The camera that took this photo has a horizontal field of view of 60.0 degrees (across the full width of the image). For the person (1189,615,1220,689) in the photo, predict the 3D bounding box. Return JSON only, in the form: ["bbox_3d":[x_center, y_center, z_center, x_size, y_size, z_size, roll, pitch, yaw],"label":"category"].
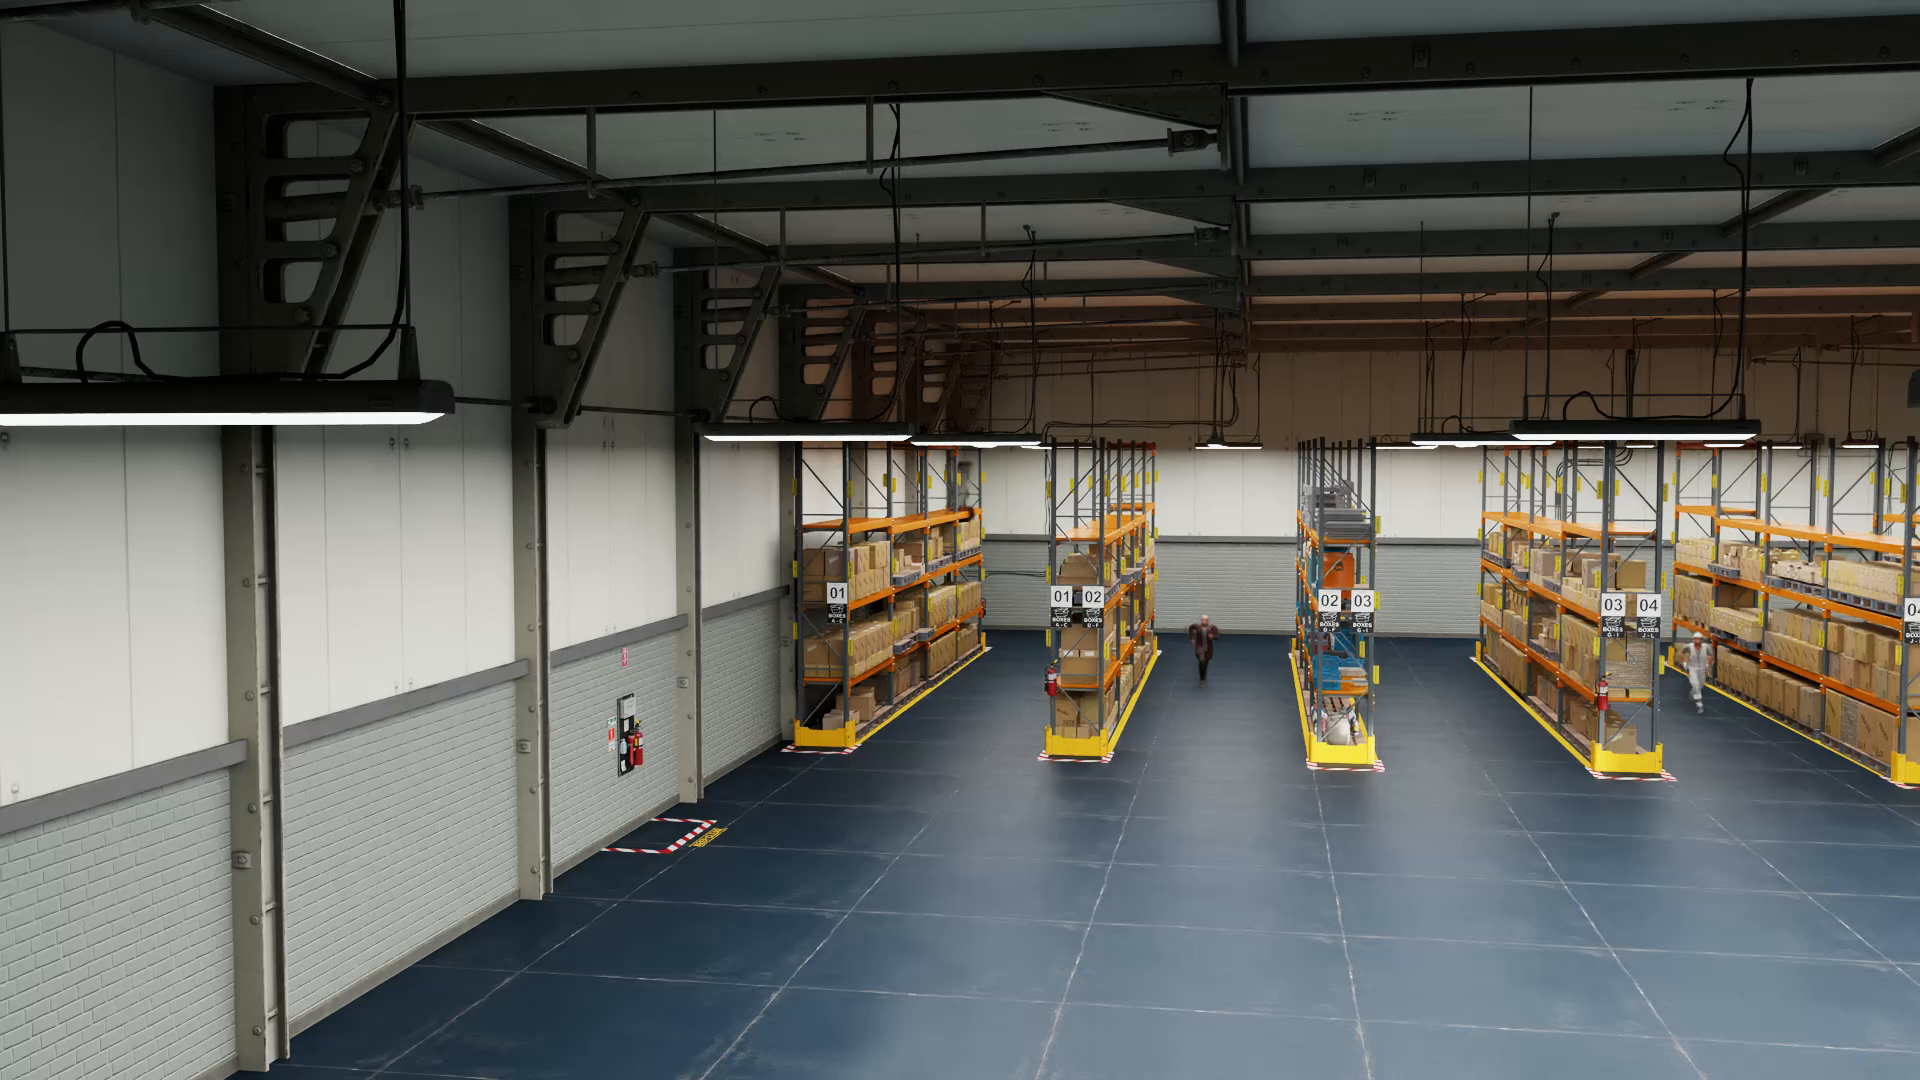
[{"bbox_3d":[5.962,2.707,40.682,0.697,1.794,1.035,0,3,-2],"label":"person"}]

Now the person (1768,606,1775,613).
[{"bbox_3d":[21.341,2.569,43.802,0.585,1.649,0.690,-1,3,-13],"label":"person"}]

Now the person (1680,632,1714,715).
[{"bbox_3d":[16.300,2.902,36.795,0.659,1.771,1.123,1,3,12],"label":"person"}]
